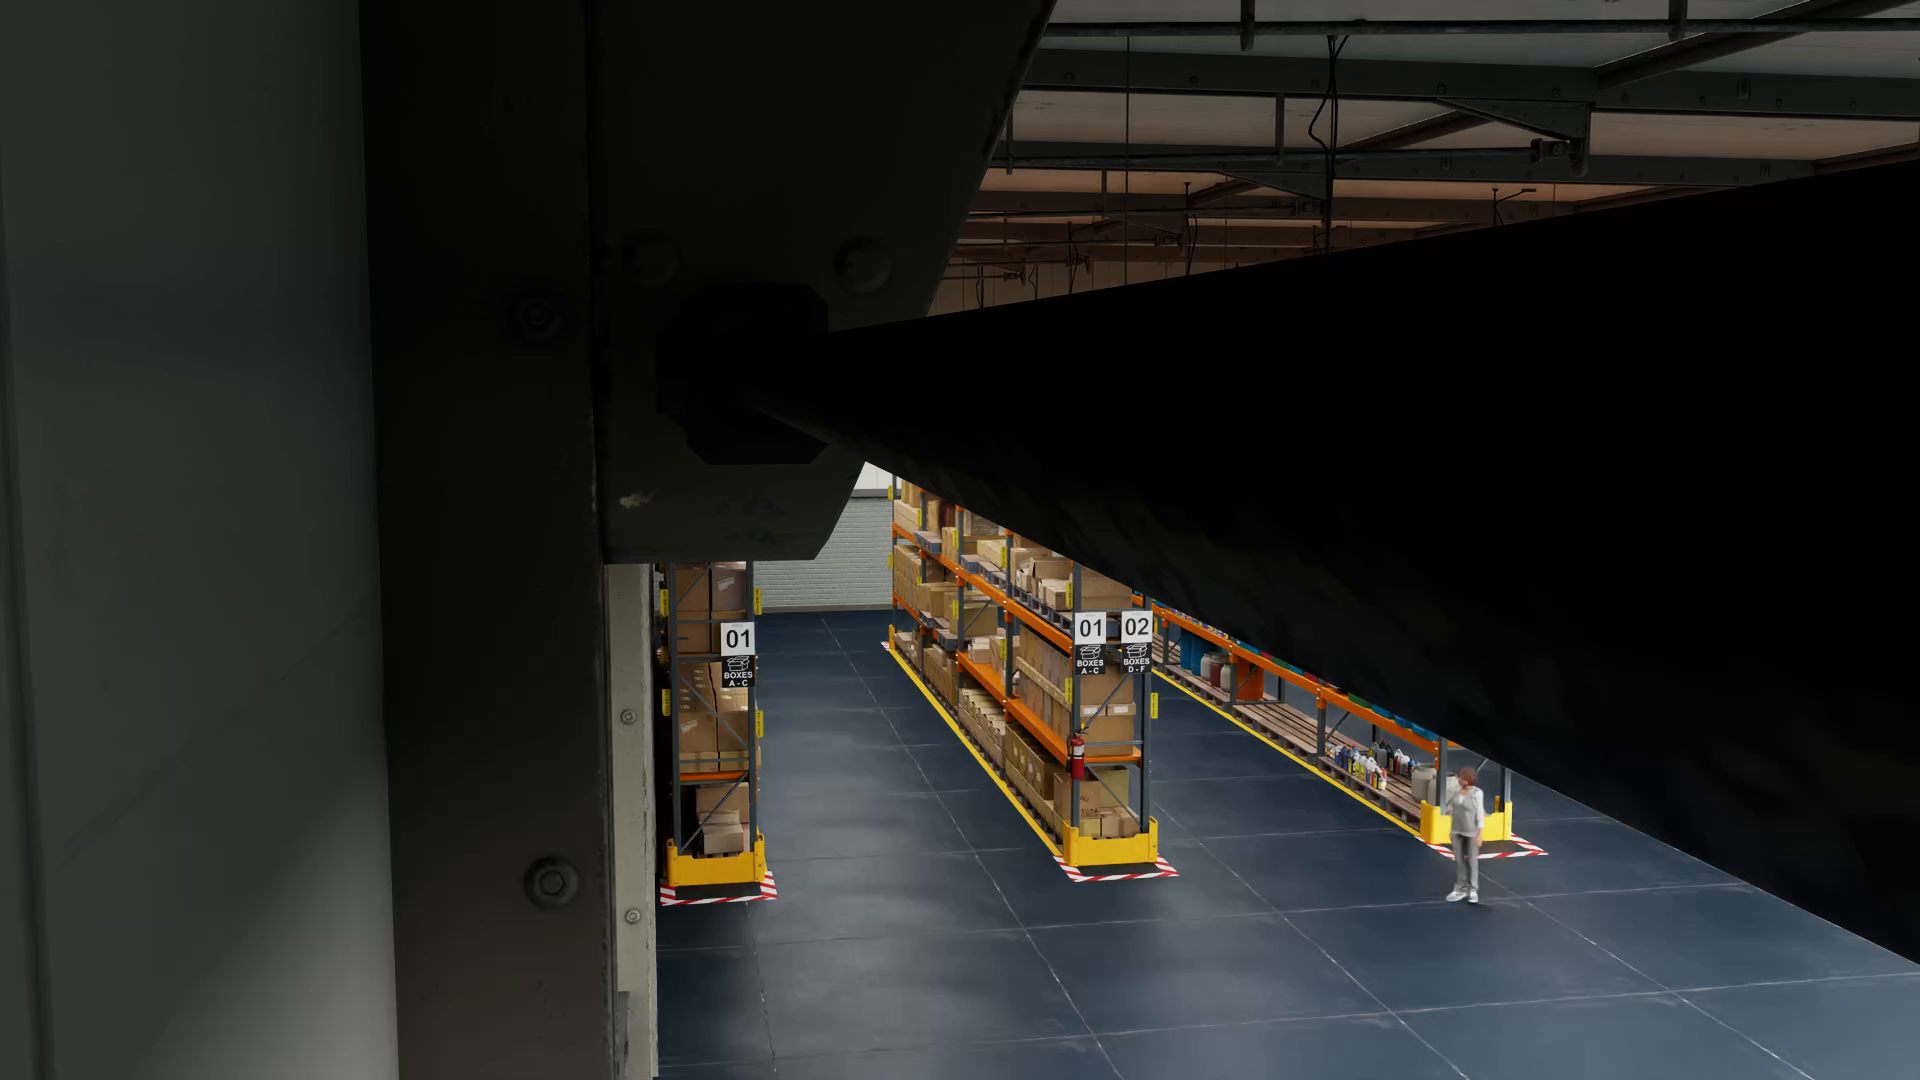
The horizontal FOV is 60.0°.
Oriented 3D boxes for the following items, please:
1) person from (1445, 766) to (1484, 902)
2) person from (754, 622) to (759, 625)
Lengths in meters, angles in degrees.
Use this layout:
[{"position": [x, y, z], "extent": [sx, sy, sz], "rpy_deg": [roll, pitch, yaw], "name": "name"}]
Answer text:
[{"position": [5.925, 3.442, 19.459], "extent": [0.463, 1.621, 0.361], "rpy_deg": [6, 8, 42], "name": "person"}, {"position": [-5.326, 1.208, 39.481], "extent": [1.063, 1.744, 0.644], "rpy_deg": [0, 6, 4], "name": "person"}]
